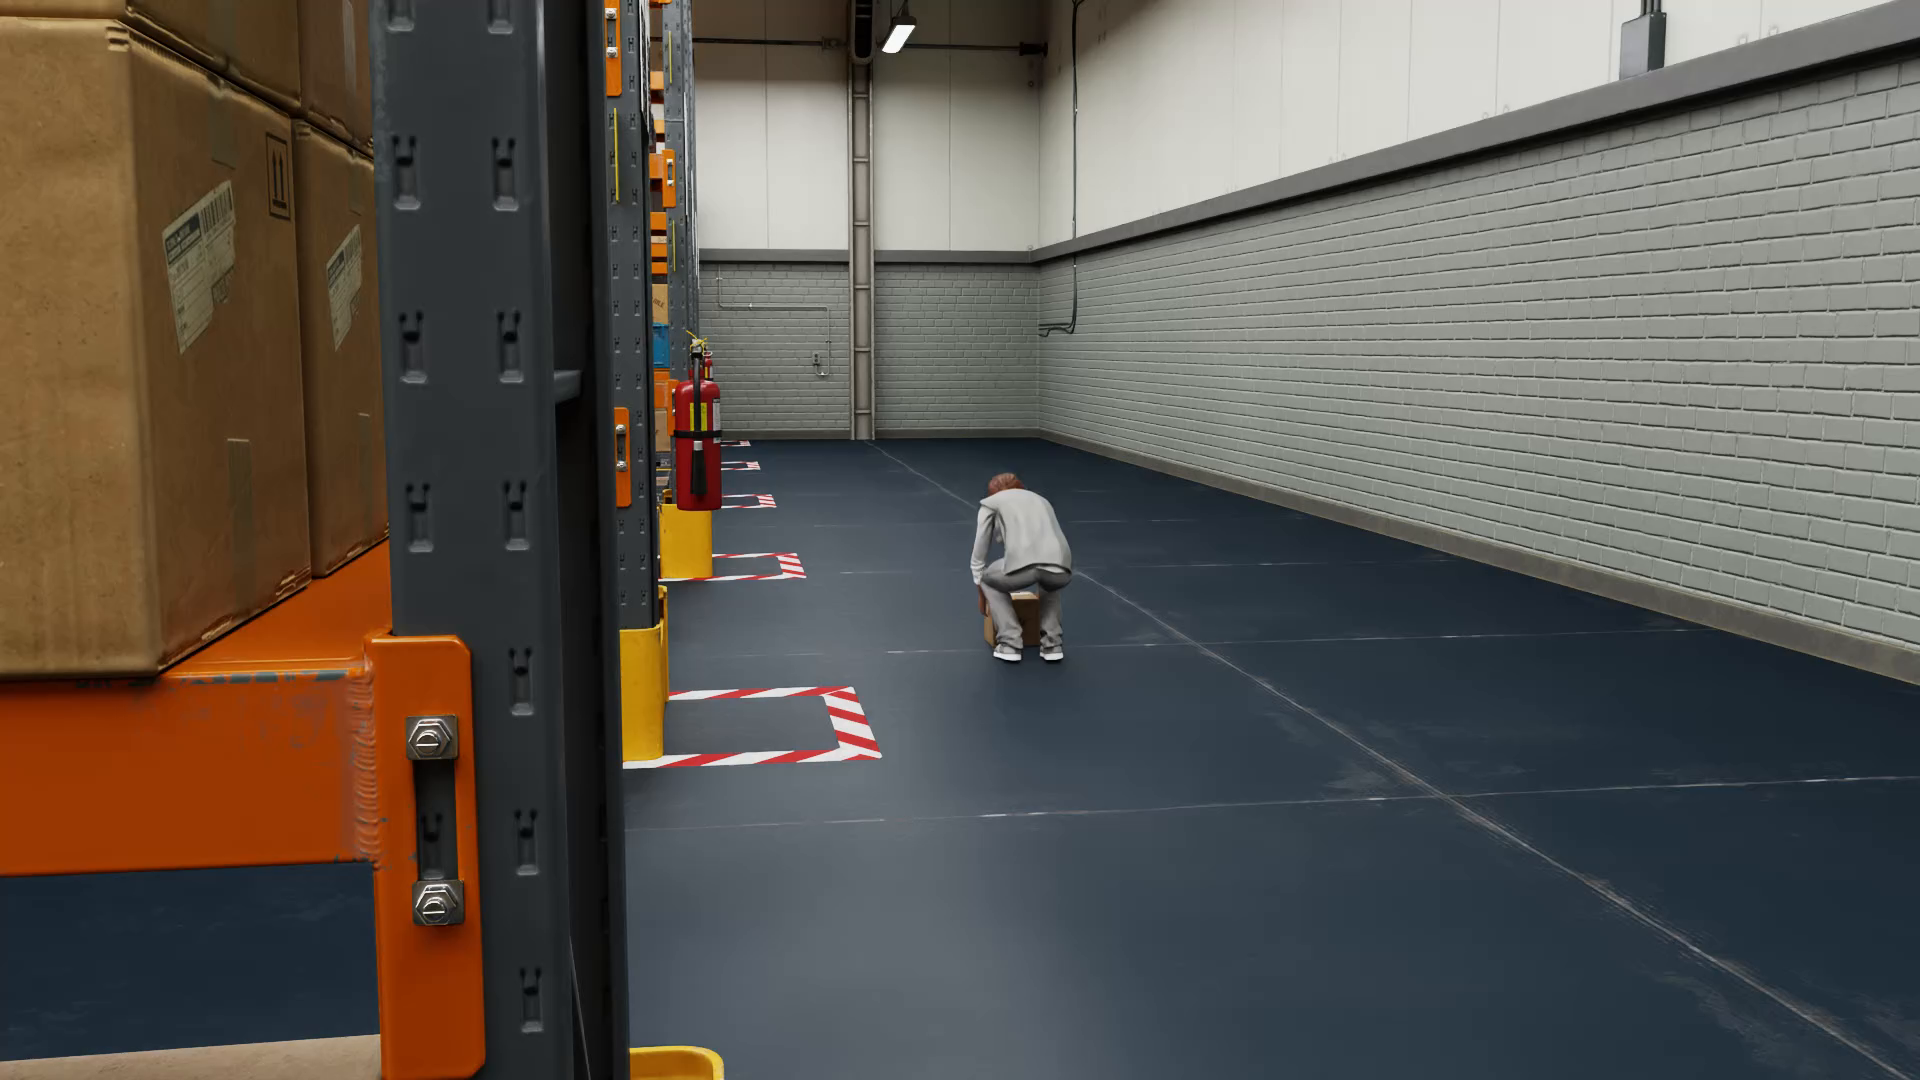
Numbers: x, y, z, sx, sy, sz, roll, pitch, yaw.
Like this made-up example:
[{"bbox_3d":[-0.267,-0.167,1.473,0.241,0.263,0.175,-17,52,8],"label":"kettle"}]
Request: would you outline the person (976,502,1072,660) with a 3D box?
[{"bbox_3d":[0.319,0.218,8.390,0.436,0.764,0.809,-1,7,-9],"label":"person"}]
